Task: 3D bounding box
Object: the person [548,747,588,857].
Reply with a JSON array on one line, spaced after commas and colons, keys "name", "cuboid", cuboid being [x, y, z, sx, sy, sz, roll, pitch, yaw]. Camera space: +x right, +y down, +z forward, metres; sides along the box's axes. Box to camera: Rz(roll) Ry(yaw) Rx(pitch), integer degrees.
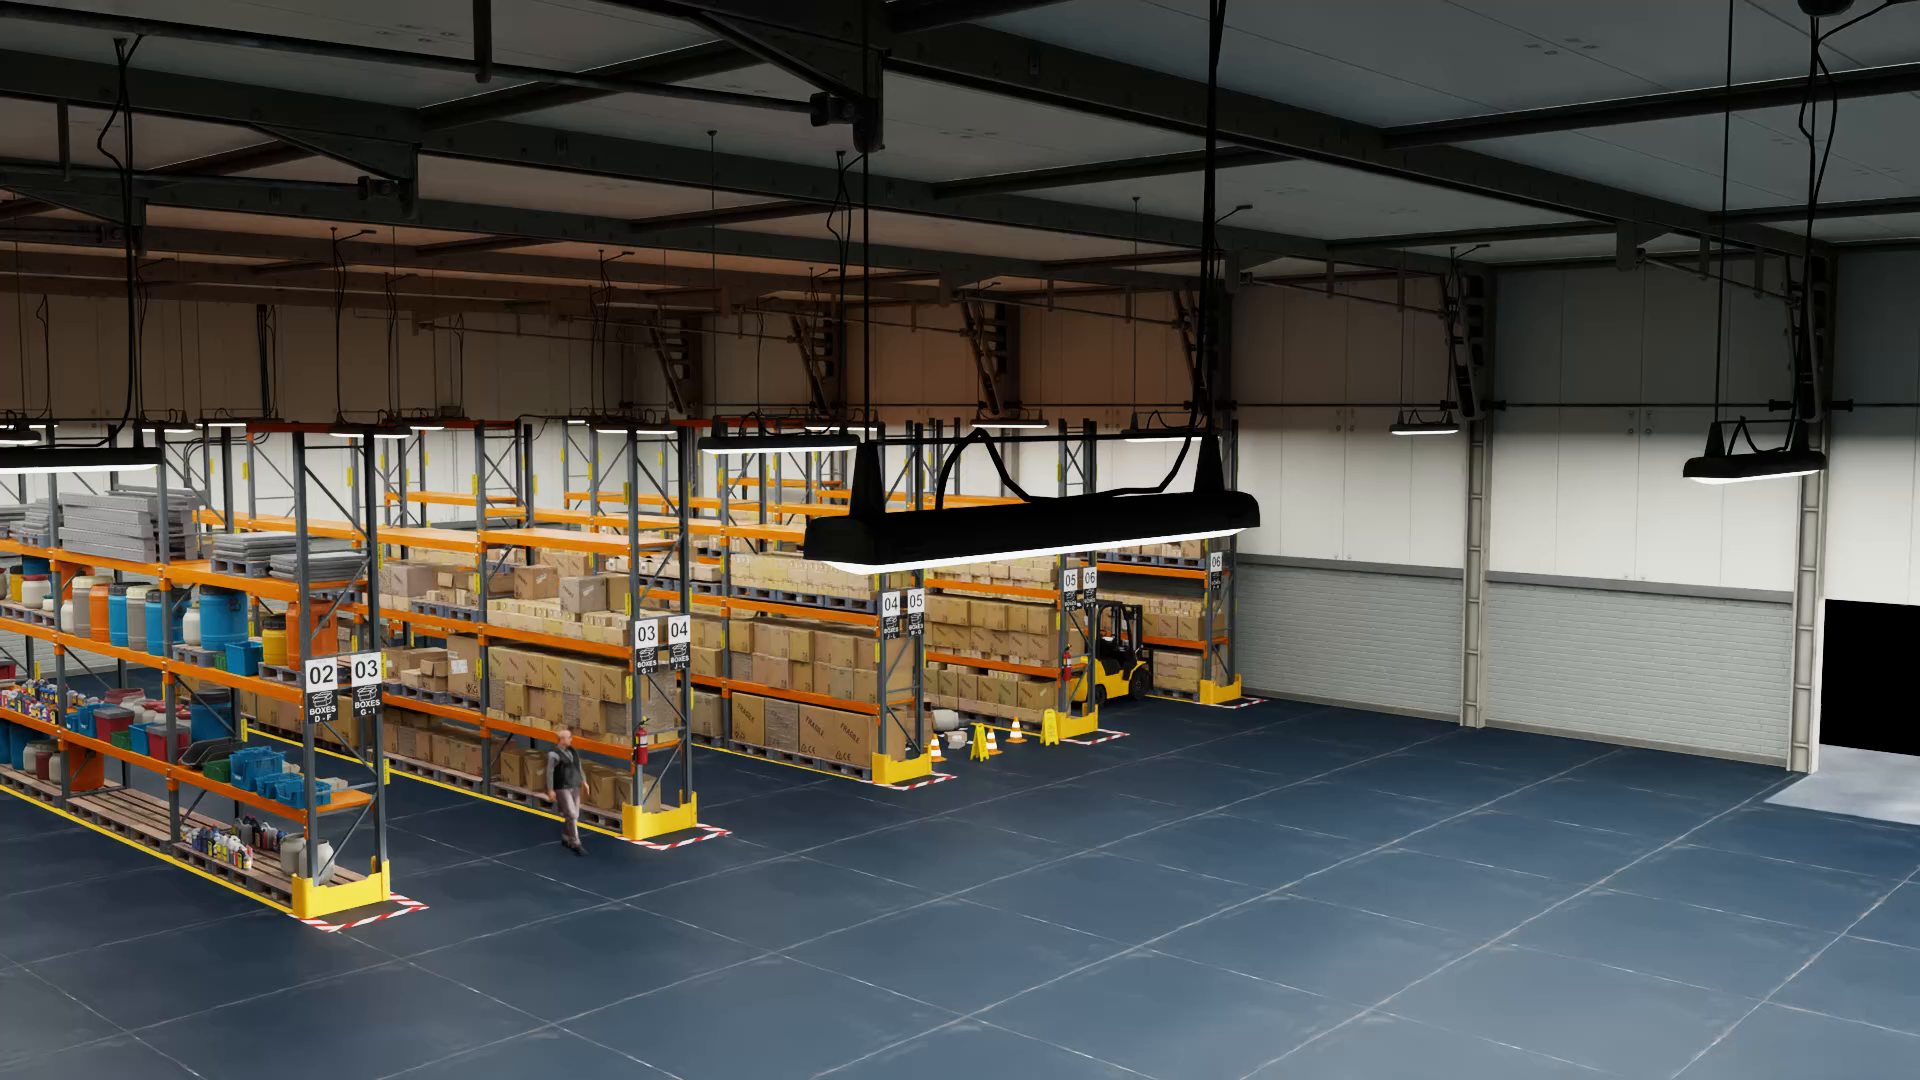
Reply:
[{"name": "person", "cuboid": [-15.126, 3.368, 27.525, 21.276, 1.480, 4.220, 3, 6, 33]}]
